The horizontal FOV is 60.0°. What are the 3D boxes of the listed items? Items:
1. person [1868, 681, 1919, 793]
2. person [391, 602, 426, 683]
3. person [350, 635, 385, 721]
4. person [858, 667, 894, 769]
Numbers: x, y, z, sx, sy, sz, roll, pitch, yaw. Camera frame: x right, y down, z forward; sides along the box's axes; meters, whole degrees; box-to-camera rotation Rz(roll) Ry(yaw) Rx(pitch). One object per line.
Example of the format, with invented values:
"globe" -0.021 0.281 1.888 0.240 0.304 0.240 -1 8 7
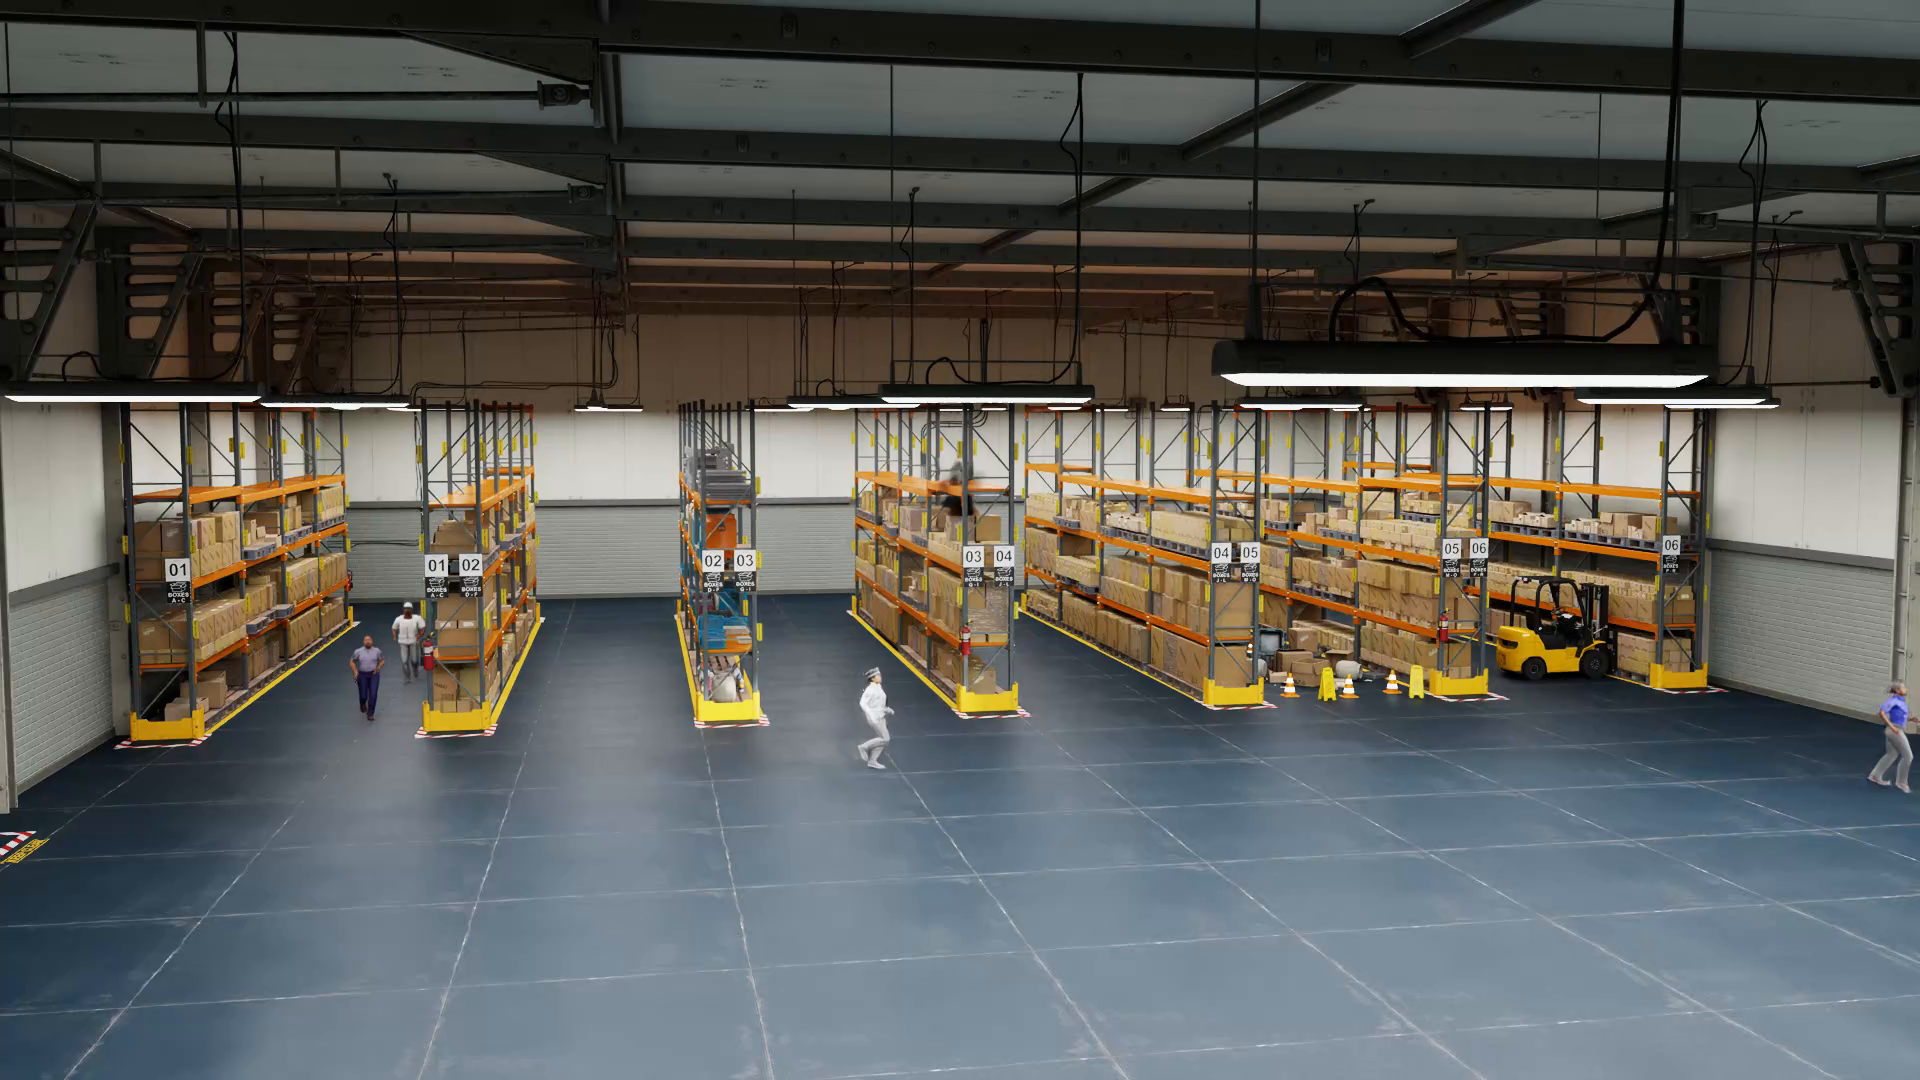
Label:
"person" 14.253 3.003 25.353 0.677 1.725 0.564 3 5 31
"person" -11.776 2.186 35.502 0.700 1.719 0.625 -1 4 -12
"person" -11.105 2.571 31.205 0.623 1.599 0.566 -2 5 -25
"person" -1.358 2.876 26.925 0.546 1.657 0.621 1 4 13
